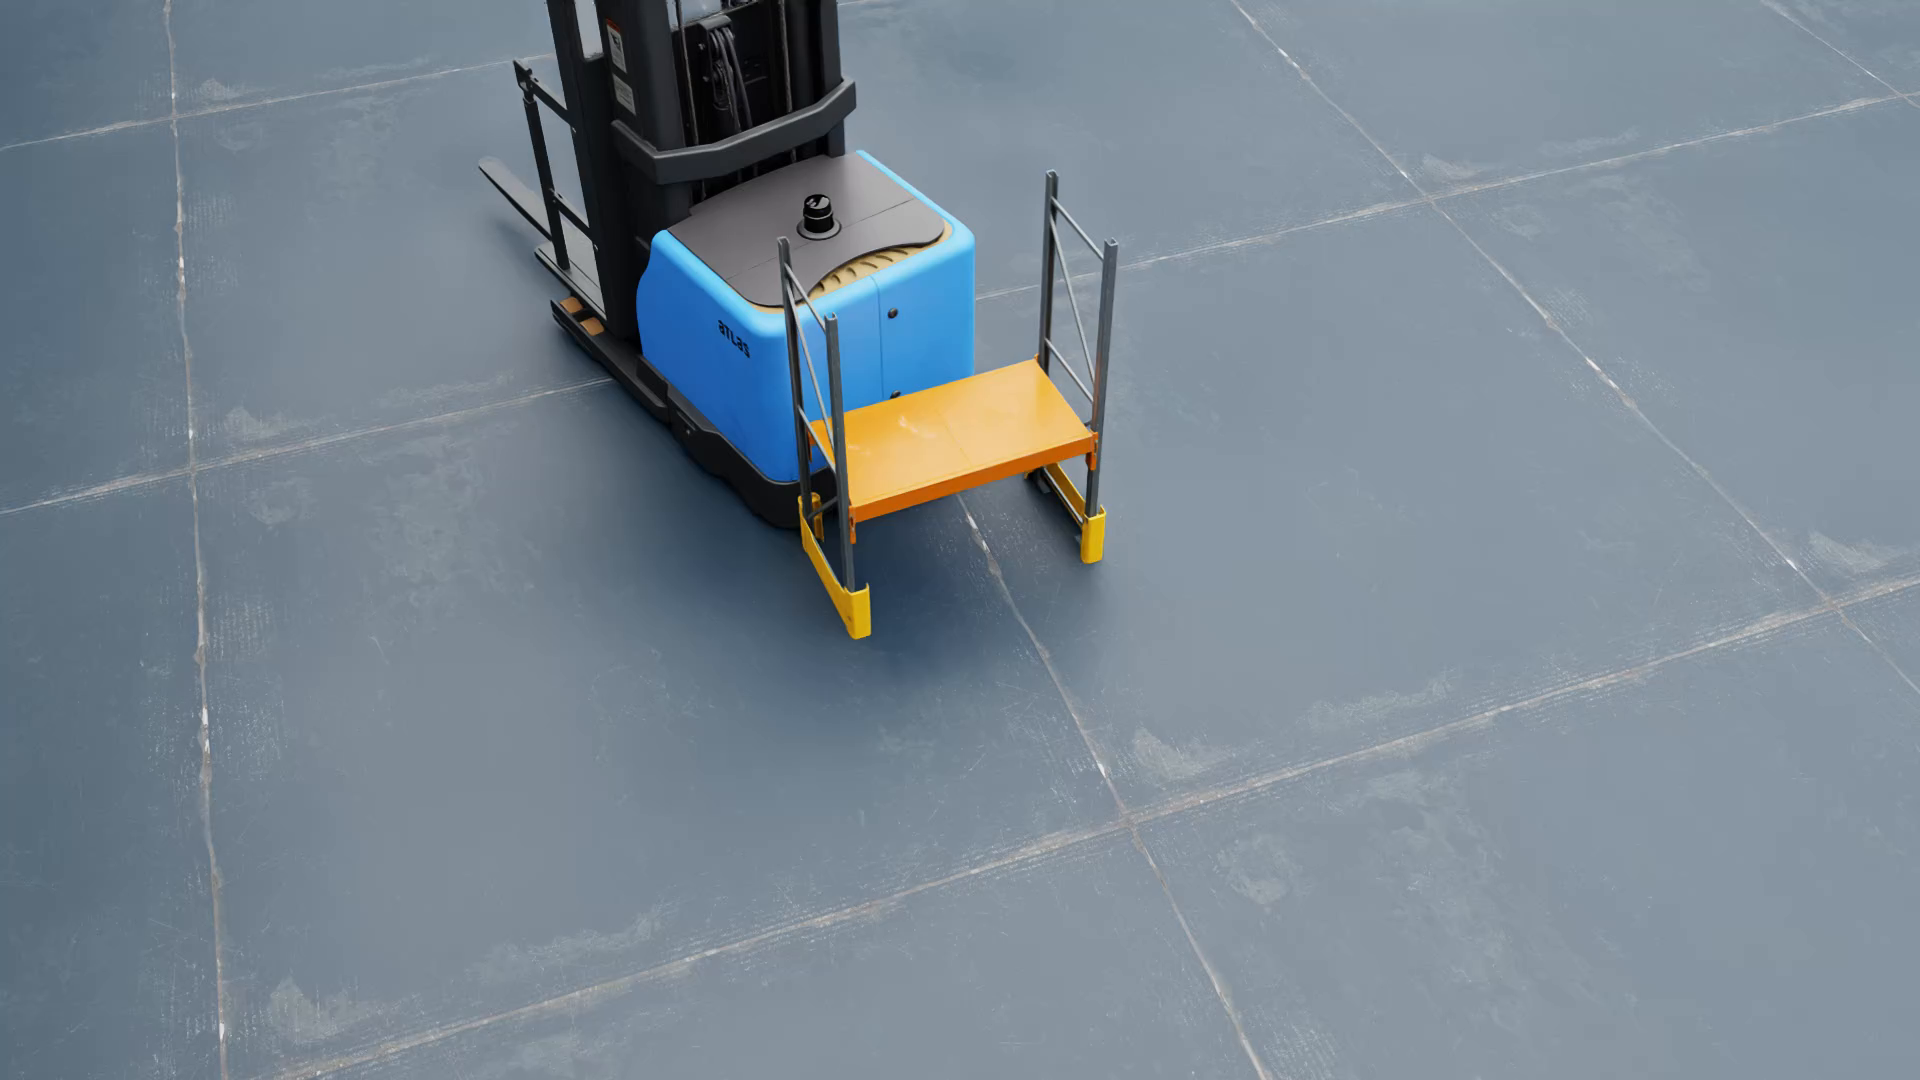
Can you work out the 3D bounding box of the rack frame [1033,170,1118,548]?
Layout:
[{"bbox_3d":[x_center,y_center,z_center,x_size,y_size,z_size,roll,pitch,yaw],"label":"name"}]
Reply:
[{"bbox_3d":[0.422,-0.631,6.320,0.032,1.500,0.500,-17,48,-17],"label":"rack frame"}]

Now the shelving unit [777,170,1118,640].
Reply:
[{"bbox_3d":[-0.035,-0.488,6.177,1.083,1.500,0.587,-17,48,-17],"label":"shelving unit"}]

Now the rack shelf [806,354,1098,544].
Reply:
[{"bbox_3d":[-0.043,-0.358,6.302,1.000,0.185,0.538,-17,48,-17],"label":"rack shelf"}]

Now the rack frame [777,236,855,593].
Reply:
[{"bbox_3d":[-0.508,-0.340,6.030,0.032,1.500,0.500,-17,48,-17],"label":"rack frame"}]

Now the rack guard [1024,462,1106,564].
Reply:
[{"bbox_3d":[0.421,-0.189,6.762,0.087,0.250,0.587,-17,48,-17],"label":"rack guard"}]

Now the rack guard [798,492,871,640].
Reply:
[{"bbox_3d":[-0.490,0.096,6.478,0.087,0.250,0.587,-17,48,-17],"label":"rack guard"}]

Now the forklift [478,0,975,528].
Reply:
[{"bbox_3d":[-1.225,-2.076,6.750,1.130,2.935,3.031,-29,52,-26],"label":"forklift"}]
